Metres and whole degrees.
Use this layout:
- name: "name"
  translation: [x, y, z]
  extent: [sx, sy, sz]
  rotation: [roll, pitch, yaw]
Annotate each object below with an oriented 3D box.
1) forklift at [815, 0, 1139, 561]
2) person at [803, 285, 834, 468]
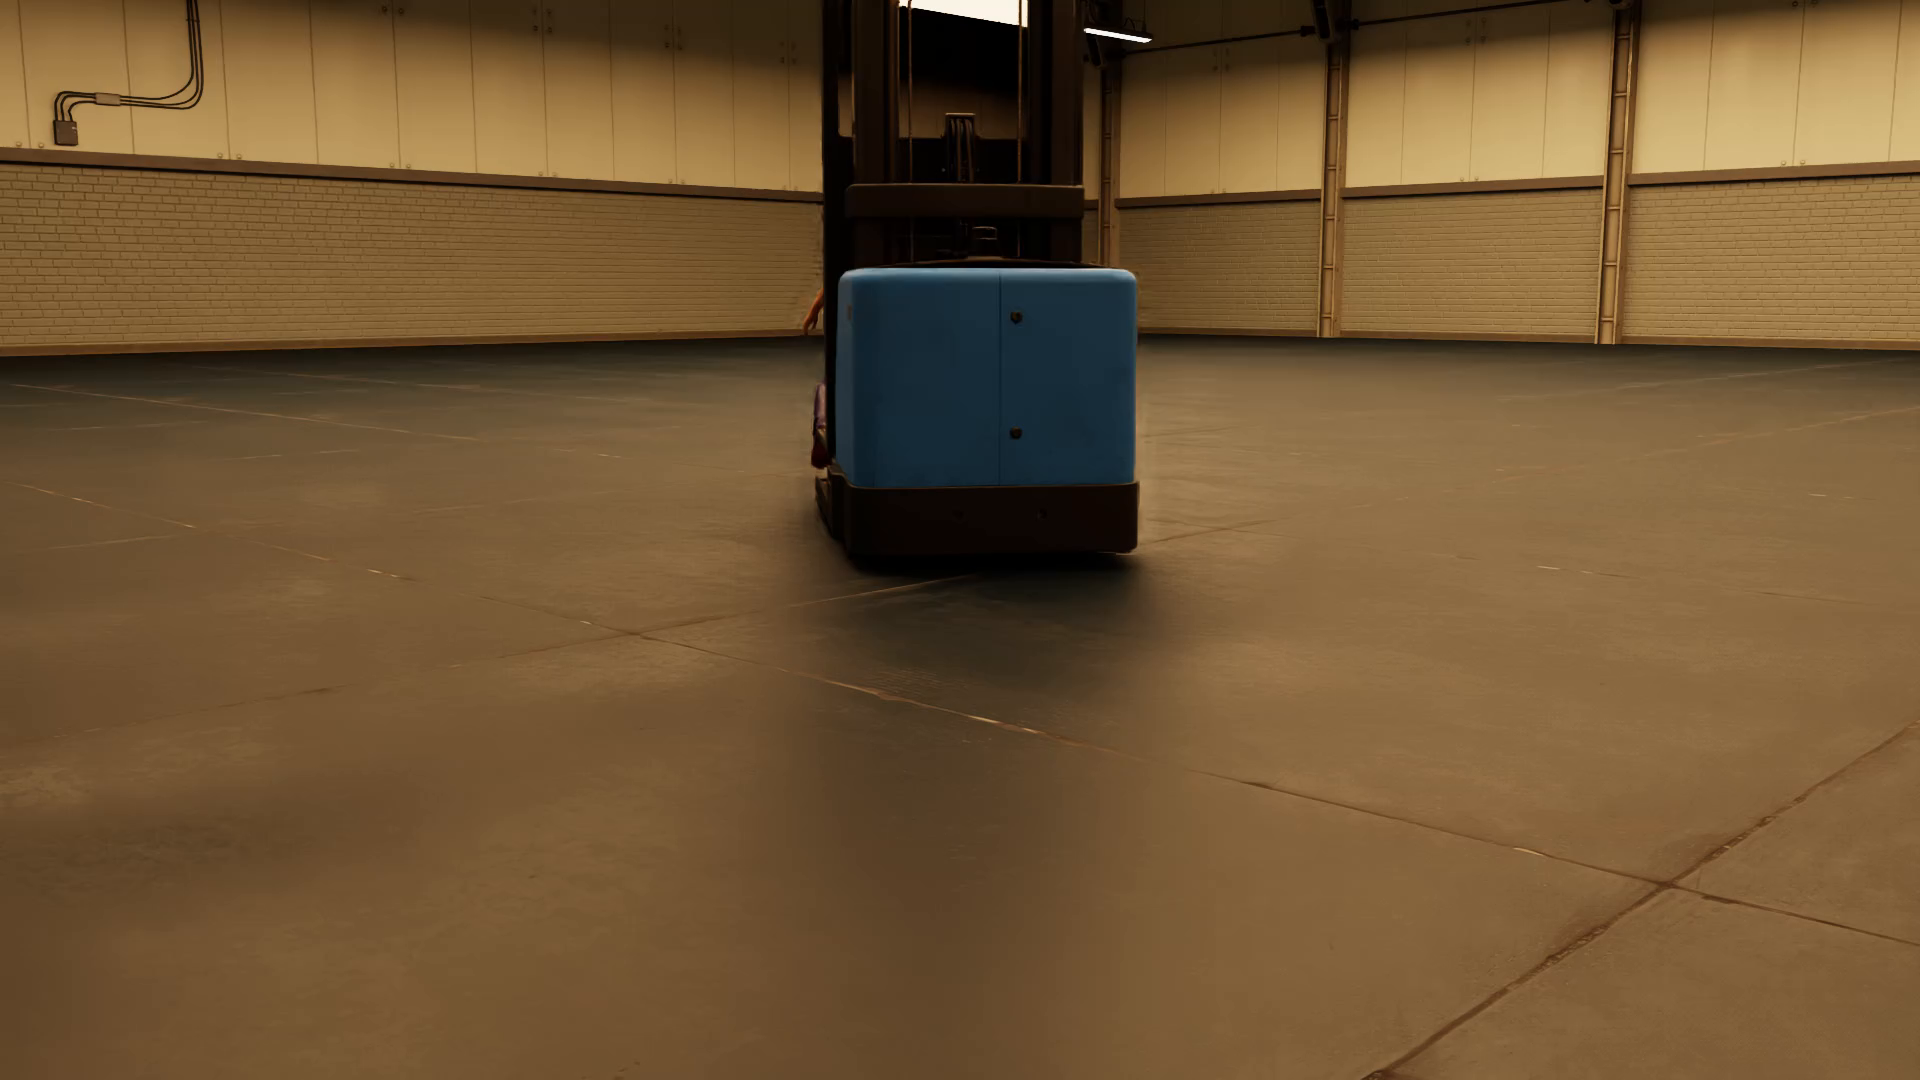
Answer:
- name: "forklift"
  translation: [-0.064, -1.554, 7.193]
  extent: [1.130, 2.935, 3.031]
  rotation: [-1, 9, -8]
- name: "person"
  translation: [-0.338, -1.074, 9.008]
  extent: [1.049, 1.544, 0.472]
  rotation: [-3, 9, -20]
